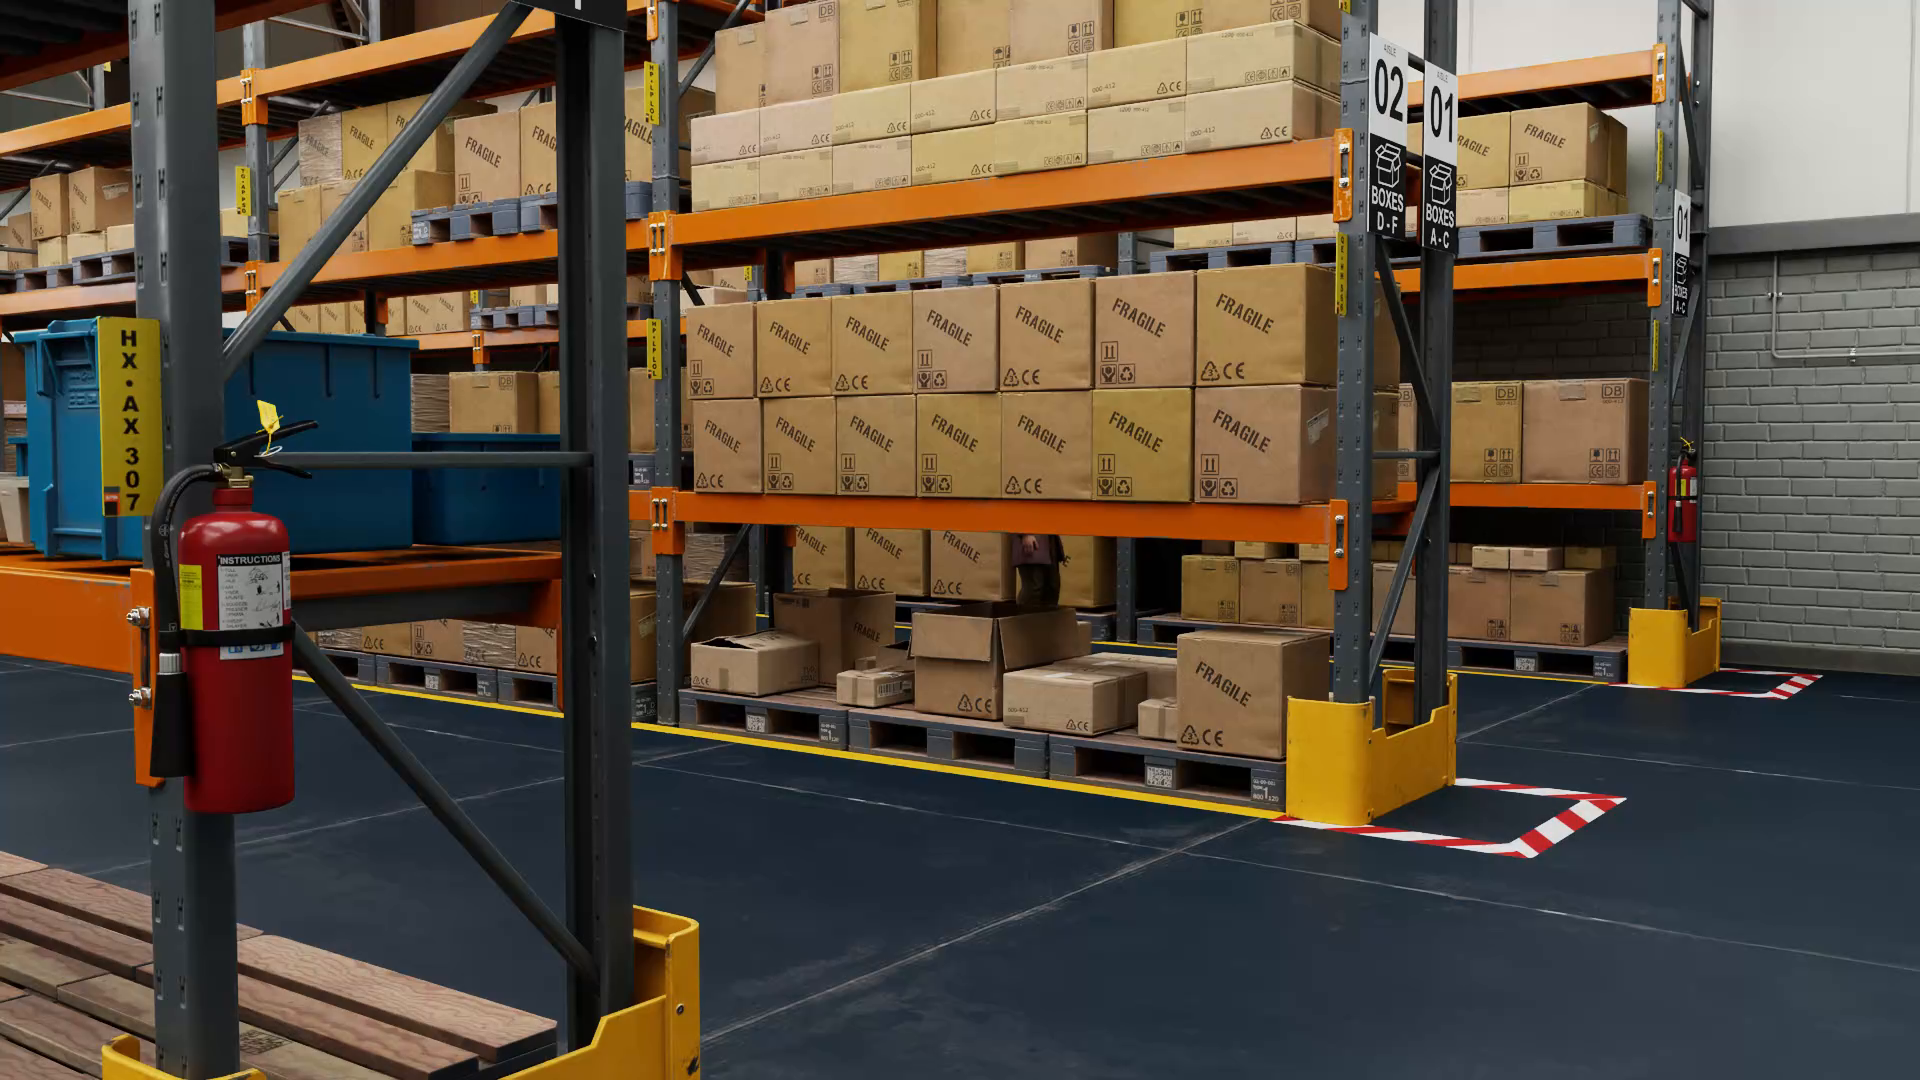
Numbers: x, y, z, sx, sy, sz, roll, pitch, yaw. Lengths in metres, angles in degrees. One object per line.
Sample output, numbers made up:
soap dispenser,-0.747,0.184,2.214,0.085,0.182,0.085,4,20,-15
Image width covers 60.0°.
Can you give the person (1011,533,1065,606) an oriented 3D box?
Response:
person,0.593,-0.029,12.448,0.429,1.772,0.645,2,3,28
